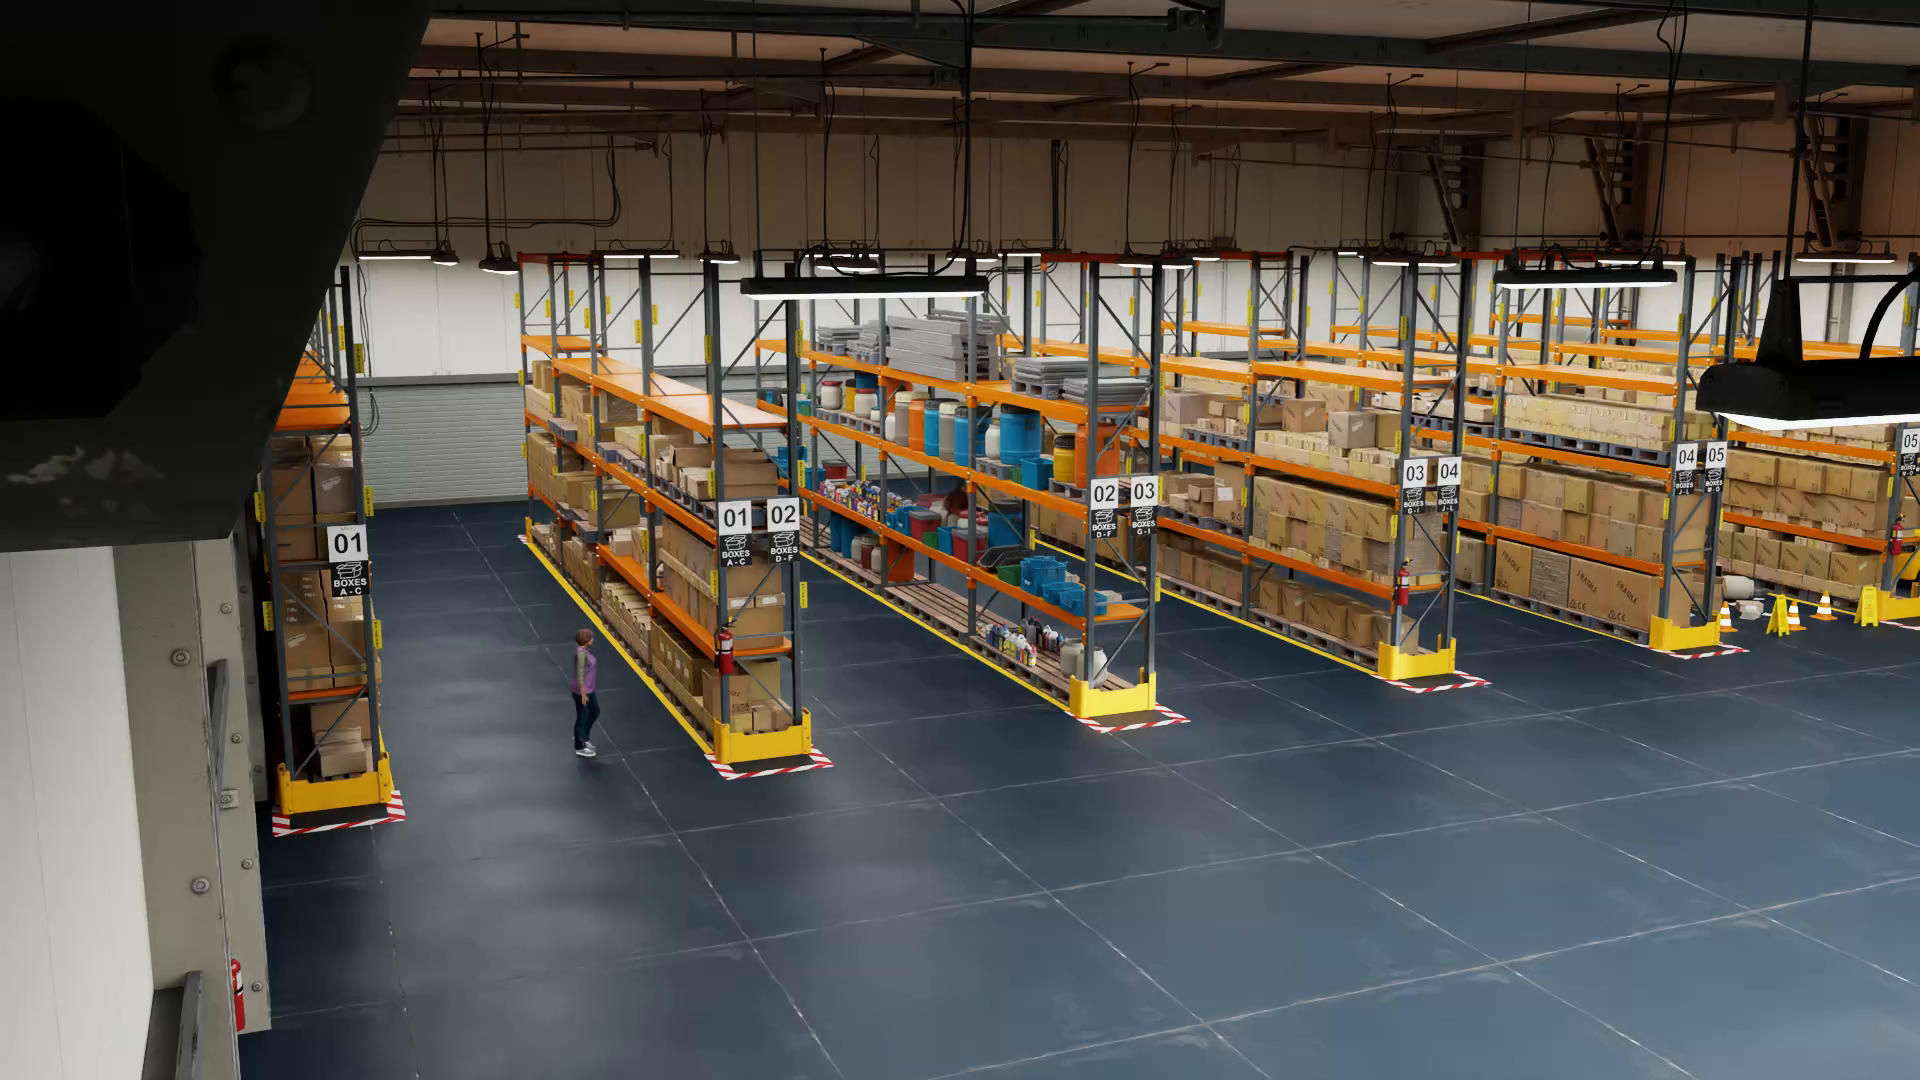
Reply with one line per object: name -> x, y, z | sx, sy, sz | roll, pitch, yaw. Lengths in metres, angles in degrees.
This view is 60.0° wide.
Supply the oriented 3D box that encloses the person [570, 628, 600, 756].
person -> -4.623, 1.874, 20.425 | 0.341, 1.611, 0.515 | 0, 10, 0
